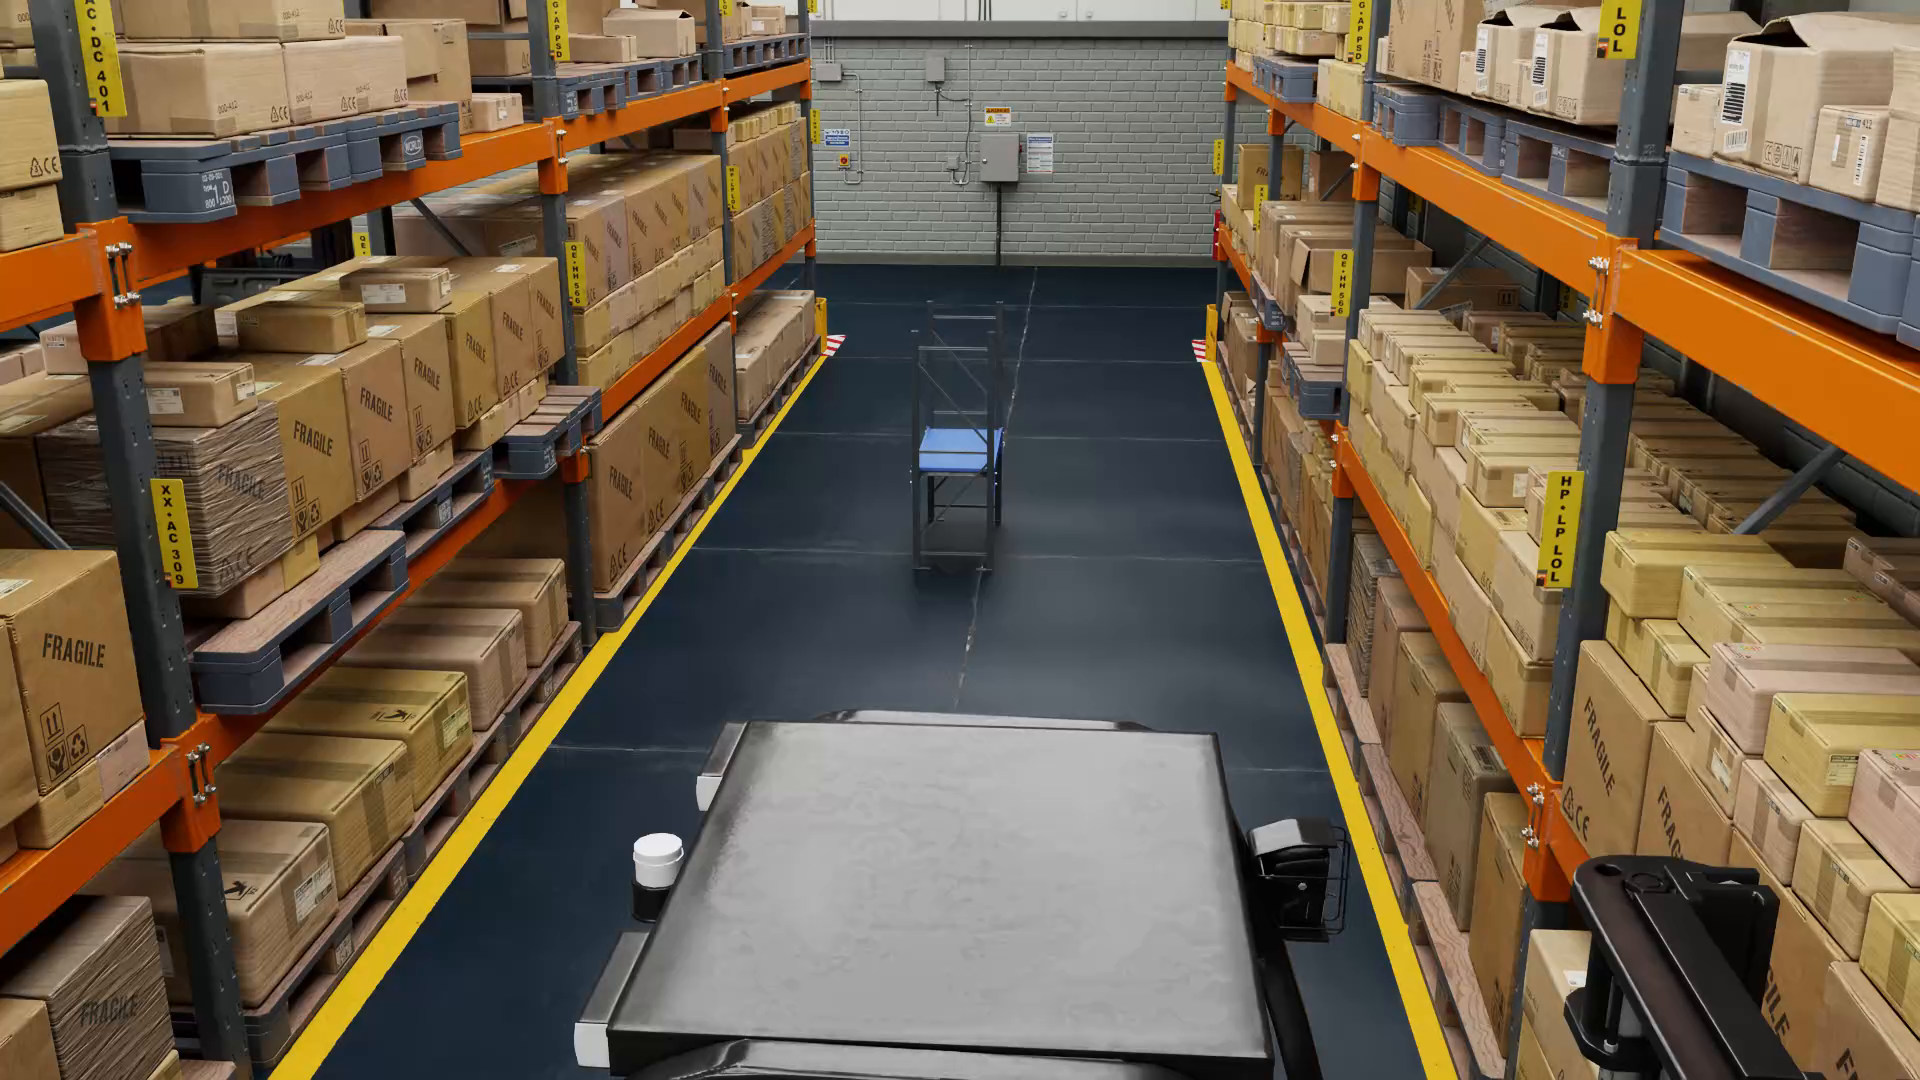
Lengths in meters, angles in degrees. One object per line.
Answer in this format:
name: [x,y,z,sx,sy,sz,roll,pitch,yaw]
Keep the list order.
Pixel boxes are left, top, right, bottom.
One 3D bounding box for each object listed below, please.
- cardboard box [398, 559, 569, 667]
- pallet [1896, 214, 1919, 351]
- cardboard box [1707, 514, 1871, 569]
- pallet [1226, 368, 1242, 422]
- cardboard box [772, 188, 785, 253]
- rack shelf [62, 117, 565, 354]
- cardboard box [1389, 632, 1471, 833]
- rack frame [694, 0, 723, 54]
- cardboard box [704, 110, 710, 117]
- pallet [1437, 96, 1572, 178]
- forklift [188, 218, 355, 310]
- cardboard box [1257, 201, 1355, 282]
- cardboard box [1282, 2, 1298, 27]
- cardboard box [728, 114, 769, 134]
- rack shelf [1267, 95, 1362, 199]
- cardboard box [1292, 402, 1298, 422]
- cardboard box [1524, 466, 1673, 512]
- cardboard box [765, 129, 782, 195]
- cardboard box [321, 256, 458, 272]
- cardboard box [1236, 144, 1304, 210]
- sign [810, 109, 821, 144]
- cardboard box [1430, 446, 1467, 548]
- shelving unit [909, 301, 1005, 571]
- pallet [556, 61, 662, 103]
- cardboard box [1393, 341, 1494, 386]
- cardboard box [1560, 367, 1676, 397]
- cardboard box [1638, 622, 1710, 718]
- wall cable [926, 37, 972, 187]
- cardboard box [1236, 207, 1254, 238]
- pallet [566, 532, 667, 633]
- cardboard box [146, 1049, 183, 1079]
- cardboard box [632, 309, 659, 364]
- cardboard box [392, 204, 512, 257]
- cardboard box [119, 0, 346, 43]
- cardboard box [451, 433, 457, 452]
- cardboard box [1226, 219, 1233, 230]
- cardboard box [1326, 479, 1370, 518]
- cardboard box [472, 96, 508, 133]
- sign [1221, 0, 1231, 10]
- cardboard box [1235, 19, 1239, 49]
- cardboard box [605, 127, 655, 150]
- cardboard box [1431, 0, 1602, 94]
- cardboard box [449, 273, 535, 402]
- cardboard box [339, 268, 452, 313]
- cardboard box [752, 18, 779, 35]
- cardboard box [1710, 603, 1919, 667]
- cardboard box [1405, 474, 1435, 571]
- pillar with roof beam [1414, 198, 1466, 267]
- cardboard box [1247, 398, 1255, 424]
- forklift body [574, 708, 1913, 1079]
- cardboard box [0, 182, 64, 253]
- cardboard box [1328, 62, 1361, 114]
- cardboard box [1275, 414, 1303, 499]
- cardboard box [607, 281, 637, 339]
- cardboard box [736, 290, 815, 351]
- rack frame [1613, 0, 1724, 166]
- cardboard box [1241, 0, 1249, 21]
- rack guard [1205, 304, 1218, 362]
cardboard box: [-2.562,0.367,8.533,0.950,0.372,0.625,0,18,0]
pallet: [2.028,-0.246,2.181,1.003,0.211,1.213,1,18,4]
cardboard box: [2.392,0.034,4.800,0.380,0.149,0.250,1,18,3]
pallet: [2.862,-1.259,14.425,1.003,0.211,1.213,1,18,4]
cardboard box: [-1.811,-2.758,14.363,0.500,0.500,0.500,2,18,6]
rack shelf: [-2.655,-1.320,6.473,1.077,0.370,4.000,1,18,4]
cardboard box: [2.294,0.786,6.845,0.875,0.625,0.625,1,18,2]
rack frame: [-2.225,-4.951,11.581,1.000,3.000,0.127,1,18,4]
cardboard box: [-2.347,-3.667,14.488,0.380,0.149,0.250,1,18,4]
pallet: [2.403,-1.524,6.242,1.003,0.211,1.213,2,18,6]
forklift: [-4.748,-1.620,11.160,1.130,2.935,3.031,2,18,5]
cardboard box: [2.469,-2.092,11.656,0.700,0.500,0.500,2,18,5]
cardboard box: [2.267,-3.359,10.631,0.380,0.149,0.250,1,18,3]
cardboard box: [-1.815,-3.496,13.967,0.380,0.149,0.250,1,18,4]
rack shelf: [2.583,-2.453,9.930,1.077,0.370,4.000,1,18,4]
cardboard box: [2.425,-0.875,11.075,0.380,0.149,0.250,1,18,4]
cardboard box: [2.027,-0.128,5.294,0.380,0.149,0.250,1,18,4]
cardboard box: [-1.820,-3.237,14.220,0.500,0.500,0.500,1,18,4]
cardboard box: [-2.774,-1.112,8.186,0.500,0.500,0.500,1,18,2]
cardboard box: [2.605,-3.059,13.999,0.500,0.500,0.500,2,18,5]
sign: [-1.398,-3.989,16.039,0.100,0.325,0.005,1,18,4]
cardboard box: [2.005,-0.149,5.999,0.500,0.250,0.500,2,18,5]
shelving unit: [-0.006,-0.686,10.609,0.538,1.500,1.048,1,18,4]
pallet: [-2.441,-2.742,9.960,1.003,0.211,1.213,2,18,6]
cardboard box: [2.106,-0.767,7.244,0.380,0.149,0.250,1,18,5]
cardboard box: [2.653,-0.599,6.732,0.380,0.149,0.250,1,18,3]
cardboard box: [1.851,0.312,3.952,0.380,0.149,0.250,2,18,5]
wall cable: [-0.141,-5.549,21.409,0.588,1.984,0.122,1,18,4]
cardboard box: [2.628,-2.695,14.093,0.500,0.250,0.500,1,18,2]
pallet: [-2.380,0.224,9.900,1.003,0.211,1.213,1,18,4]
cardboard box: [-2.572,1.681,4.717,0.500,0.250,0.500,2,18,6]
cardboard box: [-2.163,-1.256,10.179,0.500,0.250,0.500,2,18,6]
cardboard box: [-2.735,-1.547,9.061,0.500,0.500,0.500,1,18,2]
cardboard box: [-2.331,-1.734,5.345,0.500,0.250,0.500,1,18,3]
cardboard box: [-2.396,-0.428,7.141,0.380,0.149,0.250,1,18,4]
cardboard box: [2.716,-3.018,15.718,0.380,0.149,0.250,1,18,3]
cardboard box: [2.223,-0.227,9.097,0.380,0.149,0.250,0,18,1]
cardboard box: [-2.334,-1.984,7.747,0.380,0.149,0.250,1,18,4]
sign: [2.472,-5.086,15.406,0.100,0.325,0.005,1,18,4]
cardboard box: [2.693,-4.438,14.597,0.500,0.250,0.500,2,18,5]
cardboard box: [-2.520,-3.034,12.557,0.380,0.149,0.250,1,18,3]
cardboard box: [2.072,-1.933,6.191,0.500,0.500,0.500,2,18,5]
cardboard box: [-2.293,-0.938,7.656,0.500,0.500,0.500,1,18,3]
cardboard box: [-2.347,-1.040,6.926,0.380,0.149,0.250,0,18,1]
cardboard box: [-1.831,-4.622,14.962,0.380,0.149,0.250,0,18,0]
cardboard box: [1.896,0.252,3.657,0.380,0.149,0.250,1,18,3]
cardboard box: [2.054,-0.067,6.552,0.500,0.250,0.500,2,18,6]
pillar with roof beam: [-0.618,-5.134,12.138,9.100,9.000,0.400,1,18,4]
cardboard box: [2.474,-1.015,13.107,0.380,0.149,0.250,1,18,2]
forklift body: [0.183,1.510,2.860,2.313,2.155,1.214,1,18,4]
cardboard box: [-2.516,-0.817,4.184,0.380,0.149,0.250,1,18,4]
cardboard box: [2.270,-2.423,8.925,0.500,0.250,0.500,1,18,4]
cardboard box: [2.399,-0.537,11.083,0.500,0.500,0.500,1,18,2]
cardboard box: [-2.191,-1.337,9.623,0.500,0.250,0.500,2,18,5]
cardboard box: [-1.885,-2.117,16.008,0.875,0.438,0.875,1,18,2]
rack frame: [2.153,-2.357,3.664,1.000,3.000,0.127,1,18,4]
cardboard box: [2.653,-4.520,14.043,0.500,0.250,0.500,1,18,3]
rack guard: [3.008,-2.021,16.289,1.175,0.500,0.348,1,18,4]
